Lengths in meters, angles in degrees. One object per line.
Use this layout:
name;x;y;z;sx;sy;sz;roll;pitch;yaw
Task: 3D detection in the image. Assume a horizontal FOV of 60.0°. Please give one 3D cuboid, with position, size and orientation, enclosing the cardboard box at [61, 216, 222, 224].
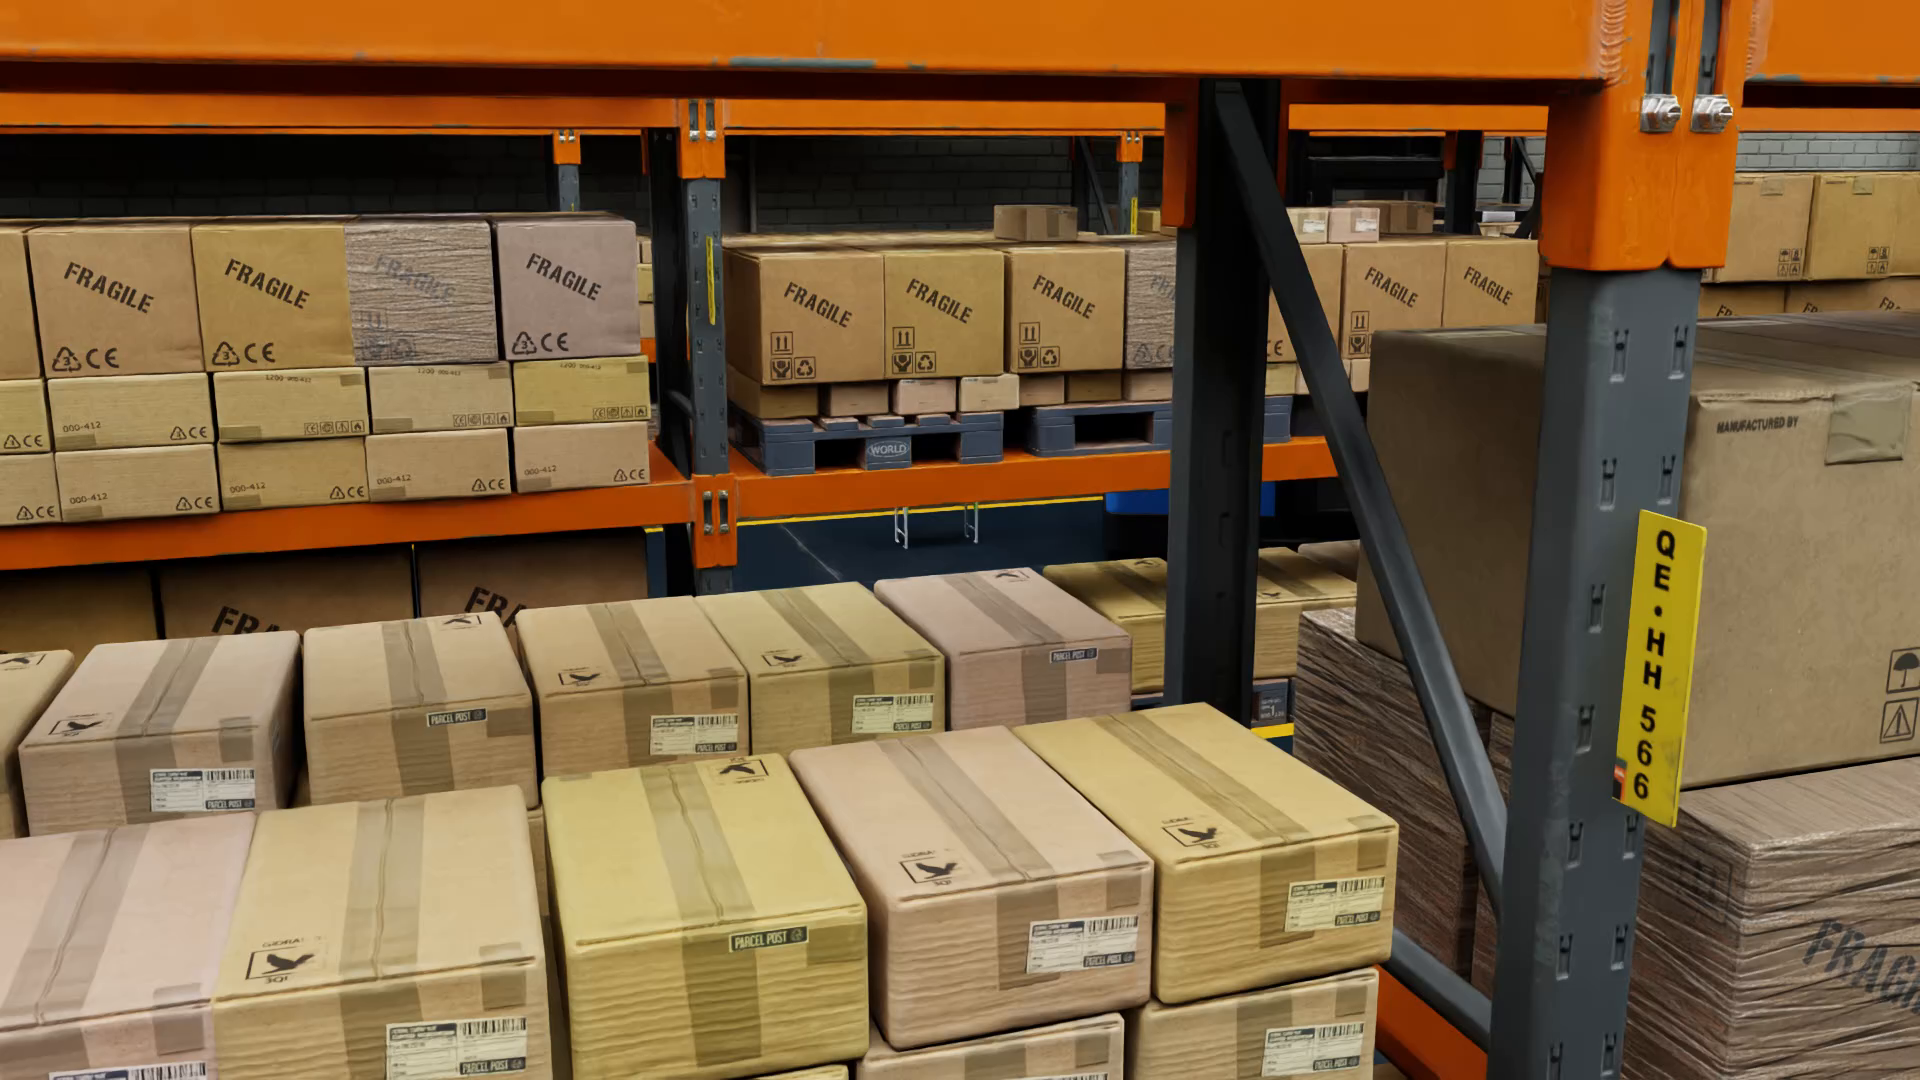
cardboard box;-3.108;-0.979;6.398;0.500;0.500;0.500;-4;14;-17

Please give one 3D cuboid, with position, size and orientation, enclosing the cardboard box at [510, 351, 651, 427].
cardboard box;-1.499;-0.615;6.490;0.500;0.250;0.500;-5;14;-18

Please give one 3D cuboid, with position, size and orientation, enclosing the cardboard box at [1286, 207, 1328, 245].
cardboard box;1.404;-1.382;7.302;0.250;0.149;0.380;-5;14;-20

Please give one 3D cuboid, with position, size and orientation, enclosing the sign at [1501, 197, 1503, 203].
sign;4.704;-2.797;14.377;0.005;0.325;0.100;-4;14;-18

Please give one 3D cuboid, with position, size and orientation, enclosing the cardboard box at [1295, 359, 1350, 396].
cardboard box;1.542;-0.753;7.461;0.250;0.149;0.380;-4;14;-18

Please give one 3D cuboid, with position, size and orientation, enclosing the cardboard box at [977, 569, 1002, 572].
cardboard box;0.115;0.442;7.573;0.625;0.372;0.950;-5;14;-19

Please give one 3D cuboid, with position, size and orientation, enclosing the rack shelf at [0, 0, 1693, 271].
rack shelf;-1.342;-0.420;1.498;4.000;0.370;1.077;-4;14;-18

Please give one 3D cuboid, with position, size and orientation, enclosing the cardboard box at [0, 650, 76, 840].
cardboard box;-1.191;0.259;1.920;0.250;0.149;0.380;-4;14;-16

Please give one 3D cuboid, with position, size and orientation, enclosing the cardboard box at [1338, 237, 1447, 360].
cardboard box;1.836;-1.108;7.552;0.500;0.500;0.500;-4;14;-18

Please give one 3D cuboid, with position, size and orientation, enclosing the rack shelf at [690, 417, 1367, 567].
rack shelf;0.775;-0.334;7.619;4.000;0.370;1.077;-4;14;-18

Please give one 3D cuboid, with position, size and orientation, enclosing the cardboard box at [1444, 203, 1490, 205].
cardboard box;4.217;-2.740;13.920;0.250;0.149;0.380;-4;14;-16

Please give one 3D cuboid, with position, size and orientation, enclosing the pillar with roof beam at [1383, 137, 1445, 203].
pillar with roof beam;5.301;-4.336;9.924;0.400;9.000;9.100;-4;14;-18

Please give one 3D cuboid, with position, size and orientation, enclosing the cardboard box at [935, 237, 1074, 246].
cardboard box;0.186;-1.106;7.546;0.500;0.500;0.500;-5;14;-22

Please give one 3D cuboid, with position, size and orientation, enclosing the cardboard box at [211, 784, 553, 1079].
cardboard box;-0.503;0.365;1.476;0.250;0.149;0.380;-4;14;-16

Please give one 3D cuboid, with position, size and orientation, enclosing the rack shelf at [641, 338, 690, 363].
rack shelf;-0.812;-1.422;12.194;4.000;0.370;1.077;-4;14;-18

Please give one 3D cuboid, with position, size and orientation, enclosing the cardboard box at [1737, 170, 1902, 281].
cardboard box;4.132;-1.560;8.200;0.500;0.500;0.700;-5;14;-19

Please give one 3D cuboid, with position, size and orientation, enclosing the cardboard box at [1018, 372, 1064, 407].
cardboard box;0.270;-0.676;7.137;0.250;0.149;0.380;-4;14;-15

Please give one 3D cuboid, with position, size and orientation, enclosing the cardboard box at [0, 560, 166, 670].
cardboard box;-3.496;0.457;6.425;0.875;0.875;0.875;-4;14;-16

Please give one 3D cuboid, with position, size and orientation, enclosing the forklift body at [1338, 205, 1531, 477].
forklift body;3.660;-1.262;11.801;1.214;2.155;2.313;-4;14;-18

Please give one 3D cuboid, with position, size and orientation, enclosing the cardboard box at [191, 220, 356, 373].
cardboard box;-2.484;-0.901;6.071;0.500;0.500;0.500;-4;14;-18

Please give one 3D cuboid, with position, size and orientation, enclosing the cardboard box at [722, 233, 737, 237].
cardboard box;-1.776;-2.140;12.040;0.250;0.149;0.380;-5;14;-19

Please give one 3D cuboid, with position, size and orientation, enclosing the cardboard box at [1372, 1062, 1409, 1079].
cardboard box;1.160;1.407;2.700;0.750;0.750;1.050;-5;14;-19

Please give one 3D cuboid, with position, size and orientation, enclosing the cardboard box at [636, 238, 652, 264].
cardboard box;-2.059;-1.968;11.315;0.250;0.149;0.380;-4;14;-17

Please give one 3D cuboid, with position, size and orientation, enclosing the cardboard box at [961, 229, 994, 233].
cardboard box;0.174;-2.279;12.622;0.250;0.149;0.380;-4;14;-18

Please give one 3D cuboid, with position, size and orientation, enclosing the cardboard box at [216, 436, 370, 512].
cardboard box;-2.479;-0.294;6.222;0.500;0.250;0.500;-5;14;-19

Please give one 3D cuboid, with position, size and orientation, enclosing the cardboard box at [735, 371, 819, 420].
cardboard box;-0.753;-0.602;6.825;0.250;0.149;0.380;-5;14;-21

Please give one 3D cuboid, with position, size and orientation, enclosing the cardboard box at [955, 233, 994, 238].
cardboard box;0.136;-2.132;12.006;0.250;0.149;0.380;-5;14;-20

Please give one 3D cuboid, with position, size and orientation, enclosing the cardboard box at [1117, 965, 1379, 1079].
cardboard box;0.231;0.452;1.755;0.250;0.149;0.380;-4;14;-17

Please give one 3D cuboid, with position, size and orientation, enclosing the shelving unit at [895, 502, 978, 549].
shelving unit;-0.157;-0.571;10.953;0.503;1.200;0.258;-4;14;-18

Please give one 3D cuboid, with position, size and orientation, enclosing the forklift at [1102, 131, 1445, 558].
forklift;2.462;-1.383;10.624;3.031;2.935;1.130;1;13;4

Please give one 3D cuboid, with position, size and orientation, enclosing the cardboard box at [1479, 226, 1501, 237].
cardboard box;4.138;-2.461;13.390;0.250;0.149;0.380;-4;14;-17

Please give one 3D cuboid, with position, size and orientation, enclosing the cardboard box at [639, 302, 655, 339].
cardboard box;-2.209;-1.531;11.420;0.500;0.250;0.500;-4;14;-18

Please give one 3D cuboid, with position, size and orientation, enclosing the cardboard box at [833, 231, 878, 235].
cardboard box;-0.778;-2.203;12.304;0.250;0.149;0.380;-4;14;-18

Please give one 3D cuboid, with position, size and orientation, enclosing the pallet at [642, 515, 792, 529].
pallet;-1.915;-0.320;12.033;1.213;0.211;1.003;-4;14;-18

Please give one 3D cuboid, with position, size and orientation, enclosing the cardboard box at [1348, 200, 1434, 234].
cardboard box;2.112;-1.588;8.167;0.250;0.149;0.380;-5;14;-18

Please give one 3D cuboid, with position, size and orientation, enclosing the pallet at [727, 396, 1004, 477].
pallet;-0.479;-0.519;7.257;1.003;0.211;1.213;-4;14;-18

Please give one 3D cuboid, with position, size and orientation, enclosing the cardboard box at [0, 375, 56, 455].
cardboard box;-3.433;-0.458;5.830;0.500;0.250;0.500;-4;14;-17

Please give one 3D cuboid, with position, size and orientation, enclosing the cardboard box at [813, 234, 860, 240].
cardboard box;-0.876;-2.086;11.811;0.250;0.149;0.380;-4;14;-18

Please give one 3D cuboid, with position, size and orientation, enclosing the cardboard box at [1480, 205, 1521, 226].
cardboard box;4.379;-2.626;13.441;0.250;0.149;0.380;-4;14;-18

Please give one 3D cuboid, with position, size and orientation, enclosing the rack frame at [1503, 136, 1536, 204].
rack frame;4.875;-2.215;13.973;0.127;3.000;1.000;-4;14;-18

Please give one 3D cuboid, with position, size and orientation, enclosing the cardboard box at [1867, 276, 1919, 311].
cardboard box;4.597;-1.114;8.486;0.500;0.500;0.500;-4;14;-17

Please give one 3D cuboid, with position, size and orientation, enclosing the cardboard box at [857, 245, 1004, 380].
cardboard box;-0.129;-0.956;6.915;0.500;0.500;0.500;-4;14;-15

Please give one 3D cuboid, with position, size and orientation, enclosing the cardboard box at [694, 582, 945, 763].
cardboard box;-0.200;0.182;2.243;0.250;0.149;0.380;-5;14;-20

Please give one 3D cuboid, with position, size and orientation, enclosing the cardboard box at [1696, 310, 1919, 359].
cardboard box;1.461;-0.062;2.543;0.500;0.500;0.700;-5;14;-19
